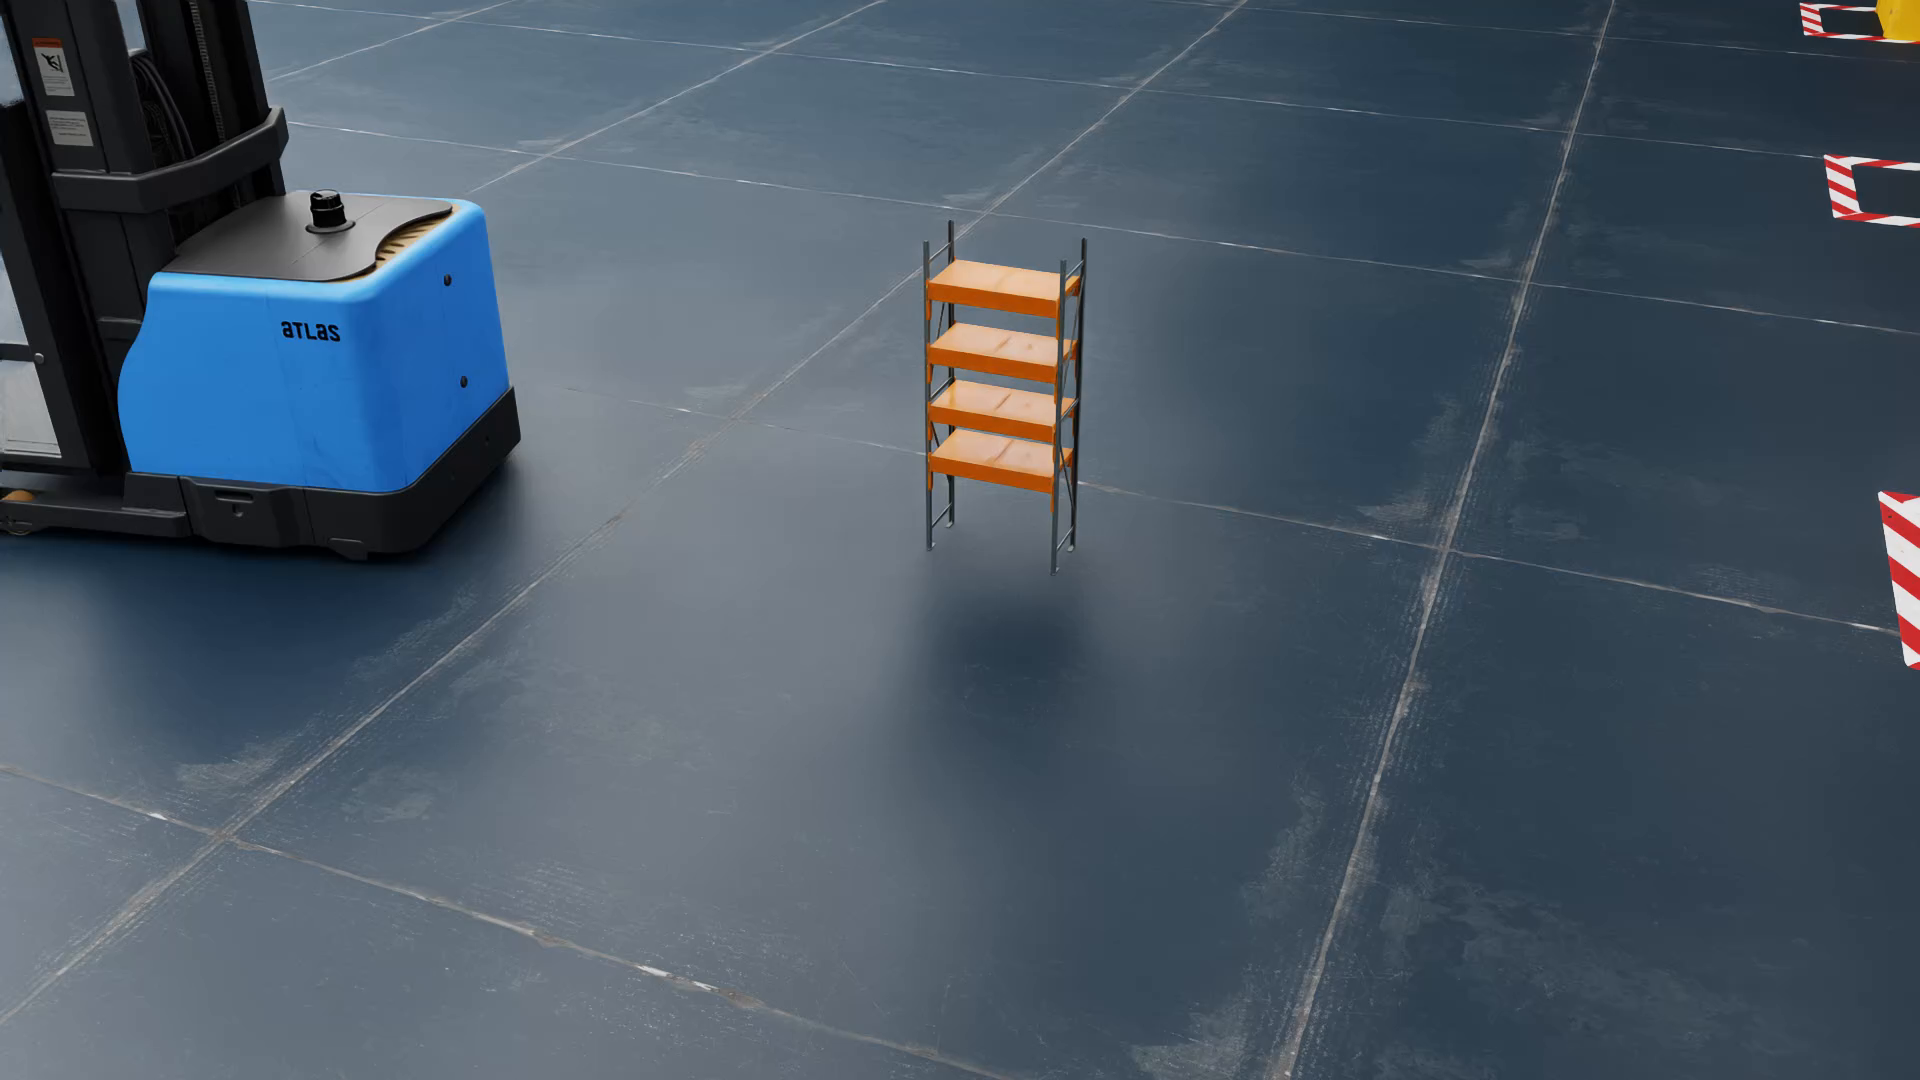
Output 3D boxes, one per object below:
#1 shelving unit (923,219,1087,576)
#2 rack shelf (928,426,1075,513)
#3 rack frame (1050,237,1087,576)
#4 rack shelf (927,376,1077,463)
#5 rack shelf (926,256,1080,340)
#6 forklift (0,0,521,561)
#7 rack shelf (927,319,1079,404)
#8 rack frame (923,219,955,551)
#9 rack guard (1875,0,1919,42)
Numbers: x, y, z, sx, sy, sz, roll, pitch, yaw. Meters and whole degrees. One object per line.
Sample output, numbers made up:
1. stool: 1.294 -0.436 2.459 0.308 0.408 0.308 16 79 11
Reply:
1. shelving unit: 0.153 -0.492 5.901 0.503 1.200 0.258 11 31 19
2. rack shelf: 0.153 -0.260 6.031 0.480 0.148 0.258 11 31 19
3. rack frame: 0.380 -0.447 5.821 0.015 1.200 0.240 11 31 19
4. rack shelf: 0.153 -0.433 5.934 0.480 0.148 0.258 11 31 19
5. rack shelf: 0.153 -0.834 5.707 0.480 0.148 0.258 11 31 19
6. forklift: -3.371 -1.542 6.000 3.031 2.935 1.130 5 30 9
7. rack shelf: 0.153 -0.628 5.824 0.480 0.148 0.258 11 31 19
8. rack frame: -0.073 -0.537 5.980 0.015 1.200 0.240 11 31 19
9. rack guard: 7.821 -4.487 13.680 0.348 0.500 1.175 11 31 19
